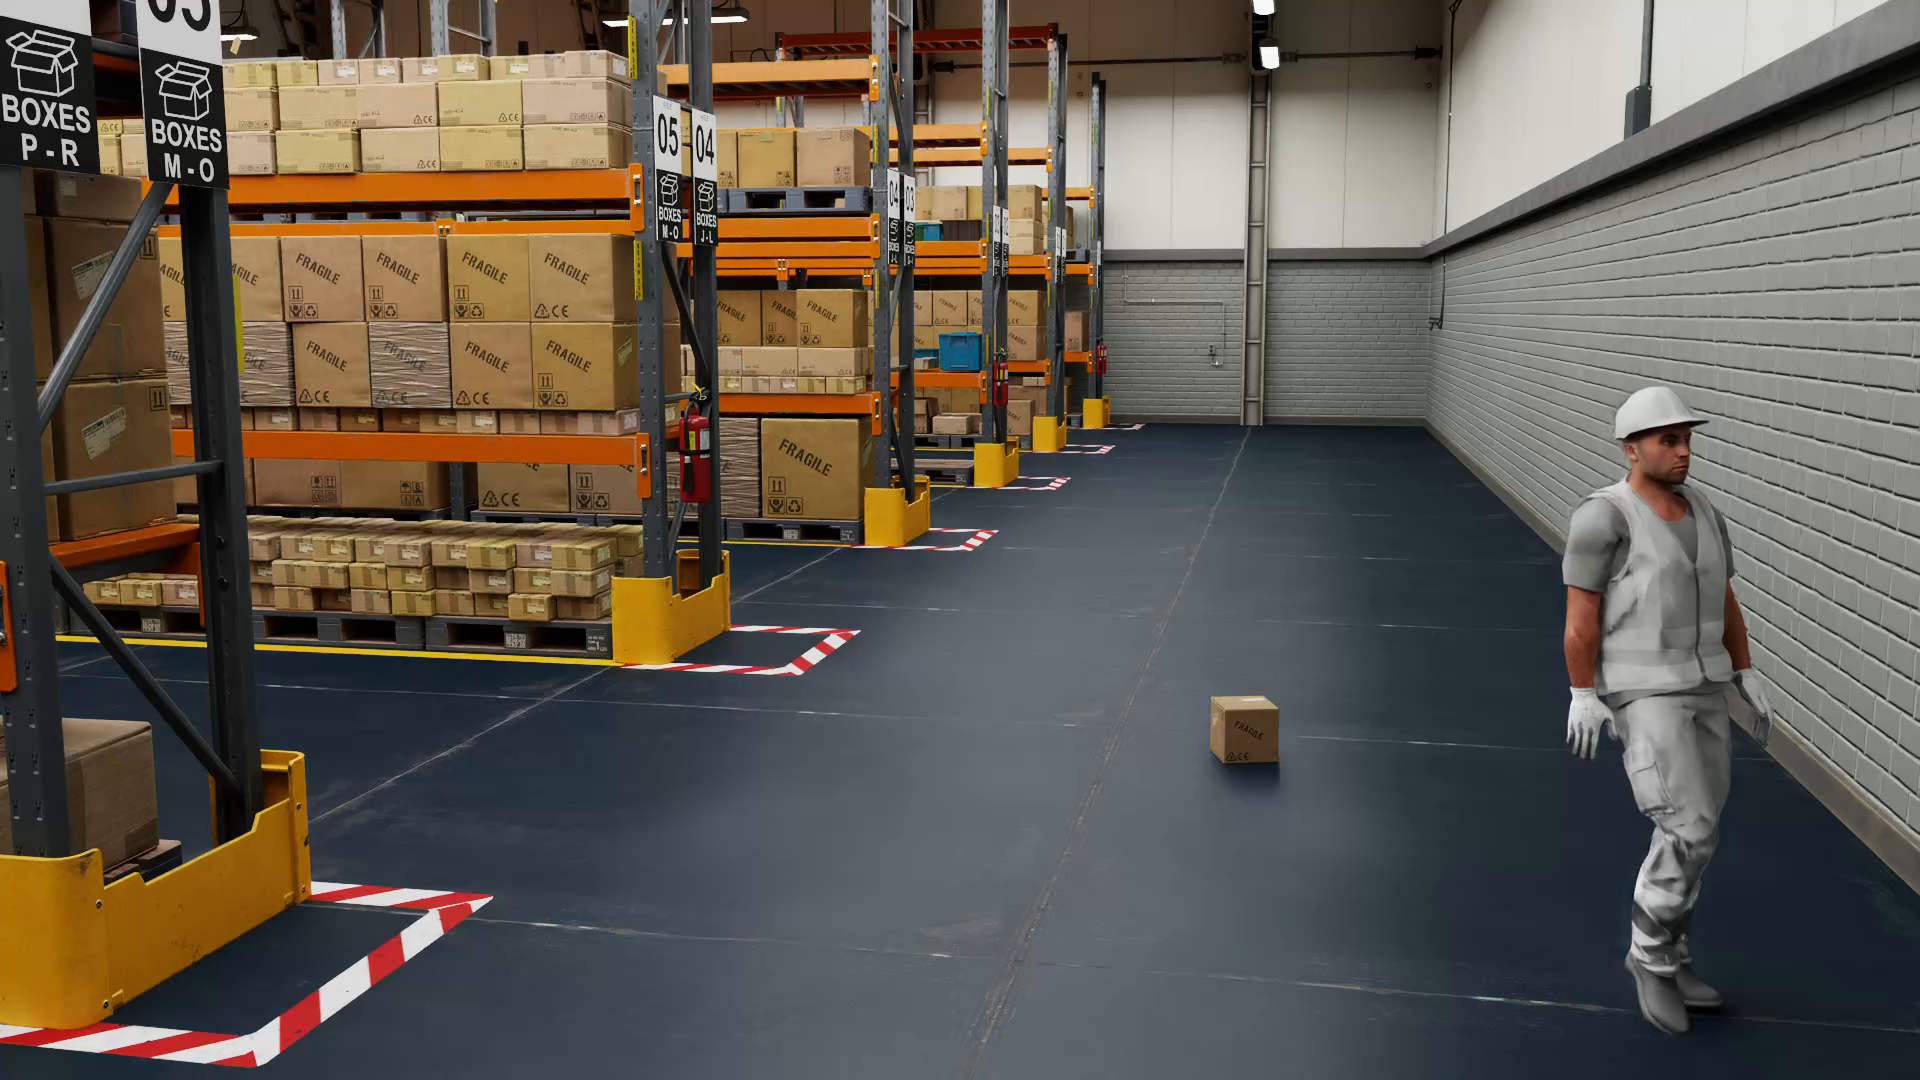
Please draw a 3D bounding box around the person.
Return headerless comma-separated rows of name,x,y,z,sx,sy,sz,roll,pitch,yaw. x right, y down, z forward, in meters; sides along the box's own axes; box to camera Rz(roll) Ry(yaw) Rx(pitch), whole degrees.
person,2.053,0.478,4.758,0.570,1.822,0.496,-4,9,-24
